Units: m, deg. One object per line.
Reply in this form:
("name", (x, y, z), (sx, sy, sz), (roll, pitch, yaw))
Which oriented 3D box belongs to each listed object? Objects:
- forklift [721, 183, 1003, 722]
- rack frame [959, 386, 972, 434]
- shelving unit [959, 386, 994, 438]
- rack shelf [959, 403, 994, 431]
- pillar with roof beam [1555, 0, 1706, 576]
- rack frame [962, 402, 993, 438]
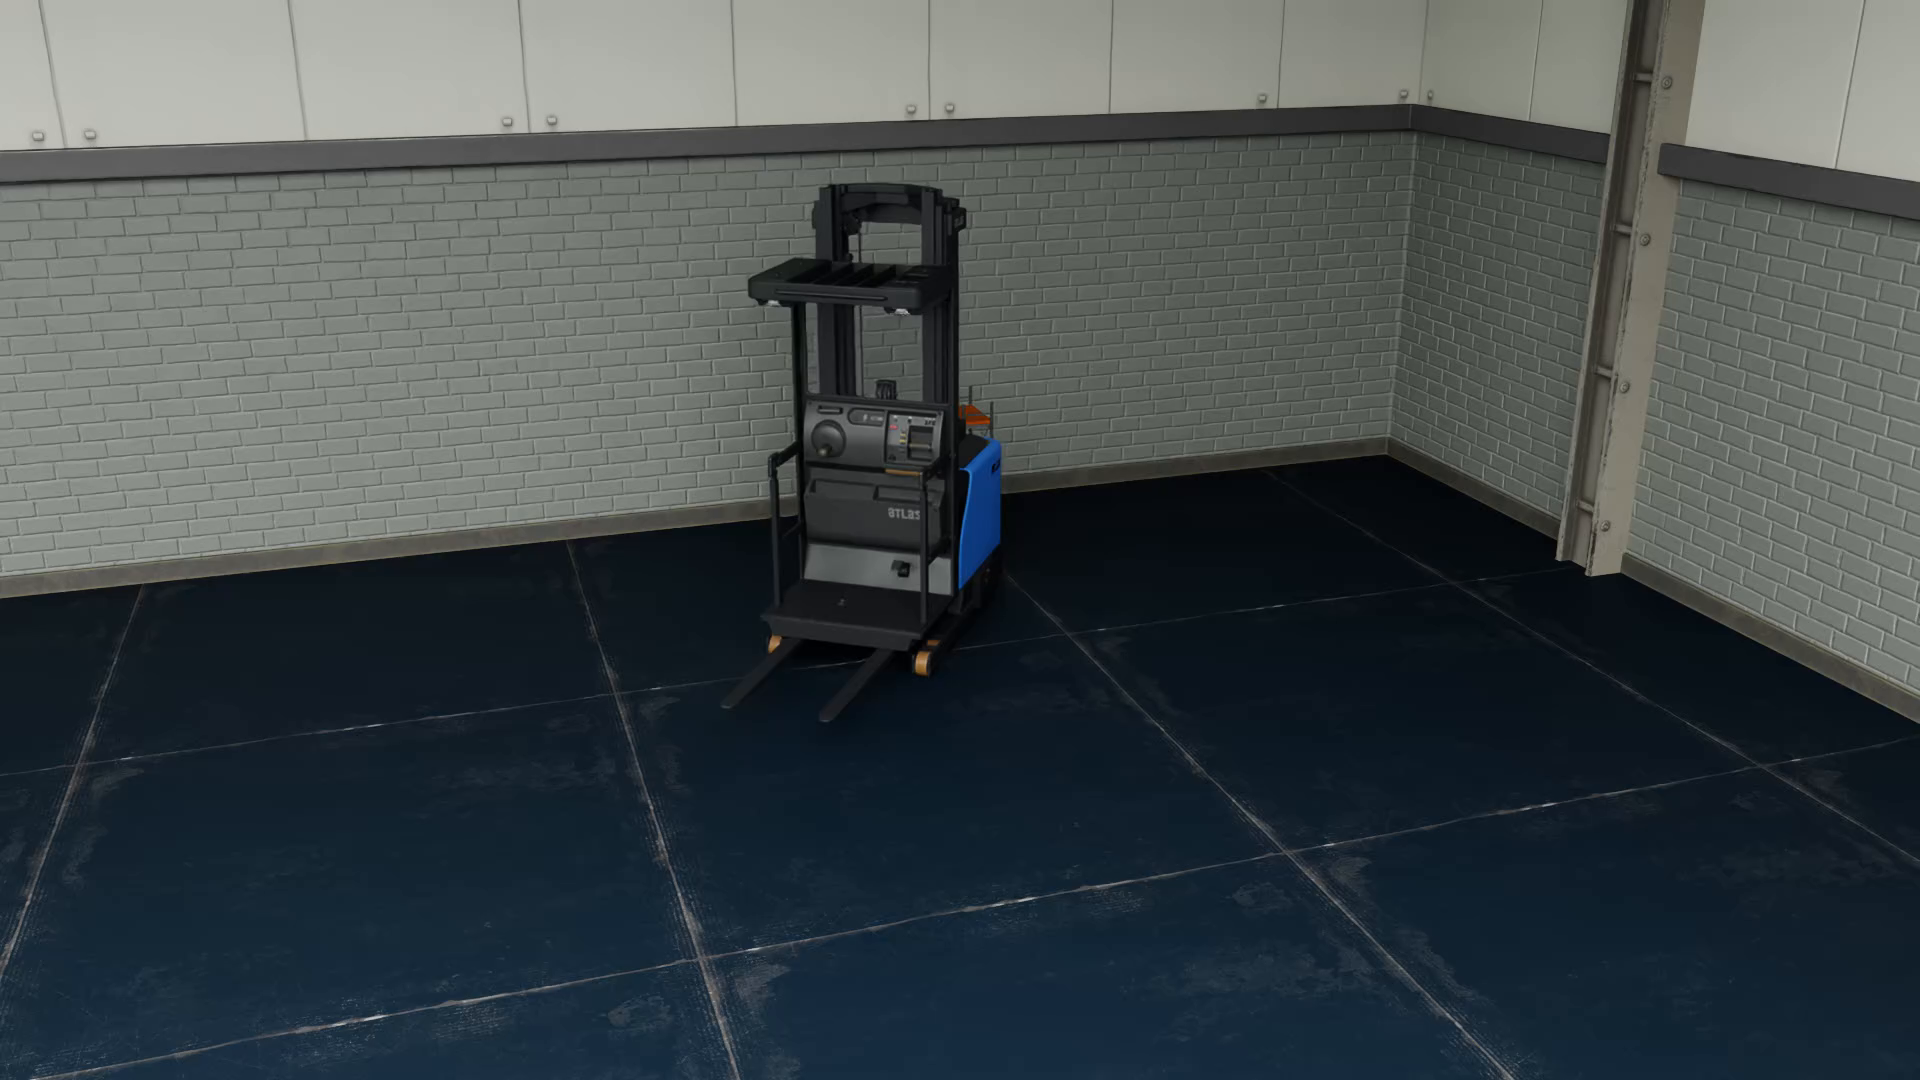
("forklift", (-0.616, -0.665, 10.433), (1.130, 2.935, 3.031), (6, 21, 16))
("rack frame", (-0.025, -0.590, 12.784), (0.240, 1.200, 0.015), (-6, 21, -17))
("shelving unit", (0.052, -0.512, 12.566), (0.258, 1.200, 0.503), (-6, 21, -17))
("rack shelf", (0.052, -0.881, 12.433), (0.258, 0.148, 0.480), (-6, 21, -17))
("pillar with roof beam", (0.603, -3.590, 9.600), (9.100, 9.000, 0.400), (-6, 21, -17))
("rack frame", (0.129, -0.433, 12.348), (0.240, 1.200, 0.015), (-6, 21, -17))
